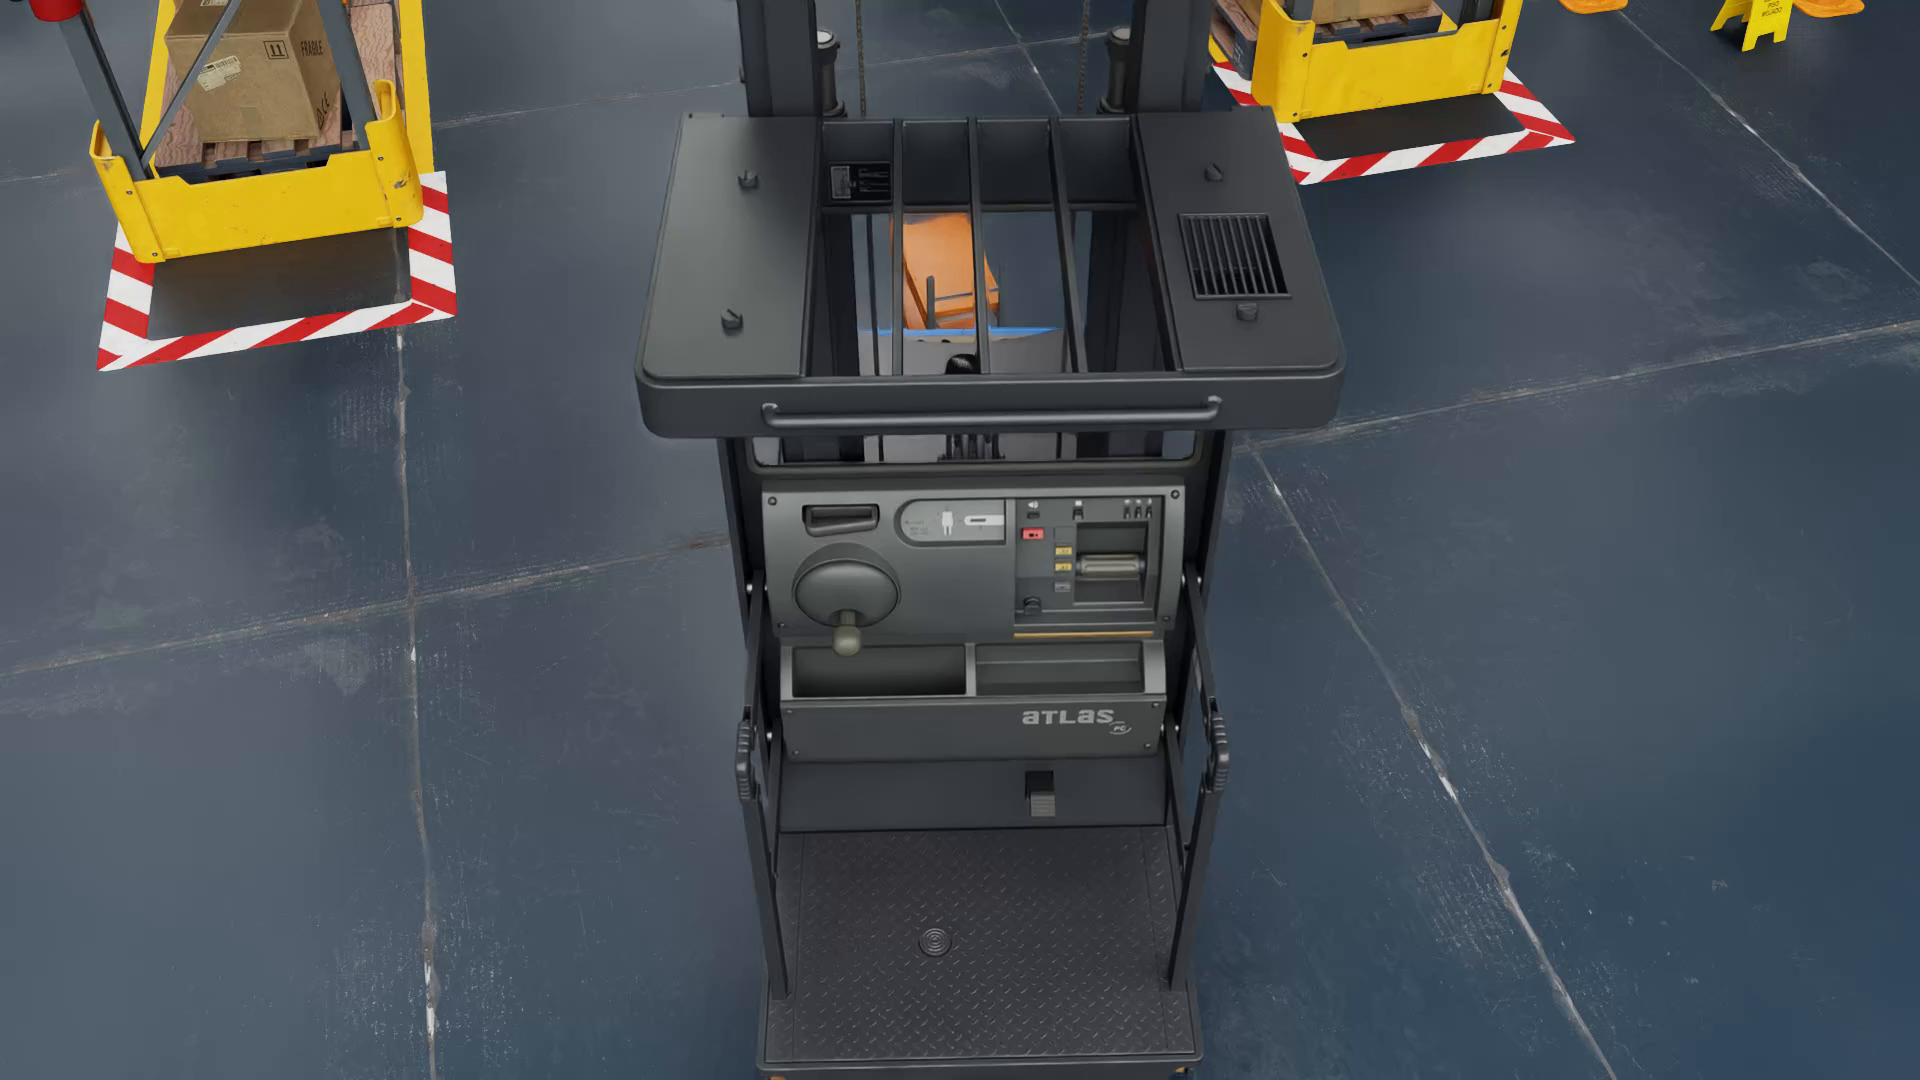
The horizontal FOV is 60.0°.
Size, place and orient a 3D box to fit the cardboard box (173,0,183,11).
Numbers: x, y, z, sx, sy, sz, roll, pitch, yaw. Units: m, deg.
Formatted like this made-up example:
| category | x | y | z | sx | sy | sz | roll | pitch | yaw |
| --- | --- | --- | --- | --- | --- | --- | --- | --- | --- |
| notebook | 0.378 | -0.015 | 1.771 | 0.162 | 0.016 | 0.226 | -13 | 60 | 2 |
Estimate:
| category | x | y | z | sx | sy | sz | roll | pitch | yaw |
| --- | --- | --- | --- | --- | --- | --- | --- | --- | --- |
| cardboard box | -3.198 | -2.468 | 7.524 | 0.500 | 0.500 | 0.500 | 0 | 46 | 0 |

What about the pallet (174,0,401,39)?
| category | x | y | z | sx | sy | sz | roll | pitch | yaw |
| --- | --- | --- | --- | --- | --- | --- | --- | --- | --- |
| pallet | -3.370 | -2.839 | 8.385 | 1.003 | 0.211 | 1.213 | -11 | 47 | -10 |

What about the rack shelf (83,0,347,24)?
| category | x | y | z | sx | sy | sz | roll | pitch | yaw |
| --- | --- | --- | --- | --- | --- | --- | --- | --- | --- |
| rack shelf | -3.380 | -3.484 | 7.568 | 1.077 | 0.370 | 4.000 | -11 | 47 | -10 |

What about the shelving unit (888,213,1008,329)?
| category | x | y | z | sx | sy | sz | roll | pitch | yaw |
| --- | --- | --- | --- | --- | --- | --- | --- | --- | --- |
| shelving unit | -0.042 | -0.534 | 5.433 | 0.258 | 1.200 | 0.503 | -11 | 47 | -10 |

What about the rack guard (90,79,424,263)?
| category | x | y | z | sx | sy | sz | roll | pitch | yaw |
| --- | --- | --- | --- | --- | --- | --- | --- | --- | --- |
| rack guard | -2.888 | -1.532 | 6.902 | 1.175 | 0.500 | 0.348 | -11 | 47 | -10 |

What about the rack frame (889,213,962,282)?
| category | x | y | z | sx | sy | sz | roll | pitch | yaw |
| --- | --- | --- | --- | --- | --- | --- | --- | --- | --- |
| rack frame | -0.105 | -0.703 | 5.599 | 0.240 | 1.200 | 0.015 | -11 | 47 | -10 |

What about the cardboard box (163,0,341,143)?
| category | x | y | z | sx | sy | sz | roll | pitch | yaw |
| --- | --- | --- | --- | --- | --- | --- | --- | --- | --- |
| cardboard box | -3.012 | -2.061 | 7.126 | 0.500 | 0.500 | 0.500 | -3 | 46 | -3 |

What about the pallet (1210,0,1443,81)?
| category | x | y | z | sx | sy | sz | roll | pitch | yaw |
| --- | --- | --- | --- | --- | --- | --- | --- | --- | --- |
| pallet | 1.672 | -2.754 | 8.301 | 1.003 | 0.211 | 1.213 | -11 | 47 | -10 |

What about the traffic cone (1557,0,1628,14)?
| category | x | y | z | sx | sy | sz | roll | pitch | yaw |
| --- | --- | --- | --- | --- | --- | --- | --- | --- | --- |
| traffic cone | 3.189 | -2.930 | 8.298 | 0.336 | 0.463 | 0.334 | -11 | 47 | -10 |

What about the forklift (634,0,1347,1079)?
| category | x | y | z | sx | sy | sz | roll | pitch | yaw |
| --- | --- | --- | --- | --- | --- | --- | --- | --- | --- |
| forklift | 0.039 | 0.150 | 3.551 | 1.130 | 2.935 | 3.031 | -1 | 46 | -1 |

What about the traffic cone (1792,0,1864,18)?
| category | x | y | z | sx | sy | sz | roll | pitch | yaw |
| --- | --- | --- | --- | --- | --- | --- | --- | --- | --- |
| traffic cone | 4.368 | -2.902 | 8.270 | 0.336 | 0.463 | 0.334 | -11 | 47 | -10 |

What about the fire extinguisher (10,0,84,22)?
| category | x | y | z | sx | sy | sz | roll | pitch | yaw |
| --- | --- | --- | --- | --- | --- | --- | --- | --- | --- |
| fire extinguisher | -3.284 | -2.165 | 5.825 | 0.296 | 0.674 | 0.183 | -11 | 47 | -10 |

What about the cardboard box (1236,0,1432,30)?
| category | x | y | z | sx | sy | sz | roll | pitch | yaw |
| --- | --- | --- | --- | --- | --- | --- | --- | --- | --- |
| cardboard box | 1.715 | -3.051 | 7.834 | 0.875 | 0.875 | 0.875 | -10 | 47 | -10 |

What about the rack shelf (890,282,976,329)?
| category | x | y | z | sx | sy | sz | roll | pitch | yaw |
| --- | --- | --- | --- | --- | --- | --- | --- | --- | --- |
| rack shelf | -0.042 | -0.644 | 5.322 | 0.258 | 0.148 | 0.480 | -11 | 47 | -10 |

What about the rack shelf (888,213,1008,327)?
| category | x | y | z | sx | sy | sz | roll | pitch | yaw |
| --- | --- | --- | --- | --- | --- | --- | --- | --- | --- |
| rack shelf | -0.042 | -0.809 | 5.153 | 0.258 | 0.148 | 0.480 | -11 | 47 | -10 |

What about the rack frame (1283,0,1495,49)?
| category | x | y | z | sx | sy | sz | roll | pitch | yaw |
| --- | --- | --- | --- | --- | --- | --- | --- | --- | --- |
| rack frame | 1.952 | -3.192 | 6.778 | 1.000 | 3.000 | 0.127 | -11 | 47 | -10 |

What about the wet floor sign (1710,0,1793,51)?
| category | x | y | z | sx | sy | sz | roll | pitch | yaw |
| --- | --- | --- | --- | --- | --- | --- | --- | --- | --- |
| wet floor sign | 3.874 | -2.710 | 7.954 | 0.267 | 0.644 | 0.232 | -18 | 48 | -17 |

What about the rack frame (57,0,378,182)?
| category | x | y | z | sx | sy | sz | roll | pitch | yaw |
| --- | --- | --- | --- | --- | --- | --- | --- | --- | --- |
| rack frame | -2.868 | -2.355 | 5.958 | 1.000 | 3.000 | 0.127 | -11 | 47 | -10 |

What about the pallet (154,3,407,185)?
| category | x | y | z | sx | sy | sz | roll | pitch | yaw |
| --- | --- | --- | --- | --- | --- | --- | --- | --- | --- |
| pallet | -3.062 | -1.999 | 7.561 | 1.003 | 0.211 | 1.213 | -11 | 47 | -10 |

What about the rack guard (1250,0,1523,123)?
| category | x | y | z | sx | sy | sz | roll | pitch | yaw |
| --- | --- | --- | --- | --- | --- | --- | --- | --- | --- |
| rack guard | 1.958 | -2.300 | 7.654 | 1.175 | 0.500 | 0.348 | -11 | 47 | -10 |

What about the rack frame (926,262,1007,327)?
| category | x | y | z | sx | sy | sz | roll | pitch | yaw |
| --- | --- | --- | --- | --- | --- | --- | --- | --- | --- |
| rack frame | 0.020 | -0.366 | 5.268 | 0.240 | 1.200 | 0.015 | -11 | 47 | -10 |
